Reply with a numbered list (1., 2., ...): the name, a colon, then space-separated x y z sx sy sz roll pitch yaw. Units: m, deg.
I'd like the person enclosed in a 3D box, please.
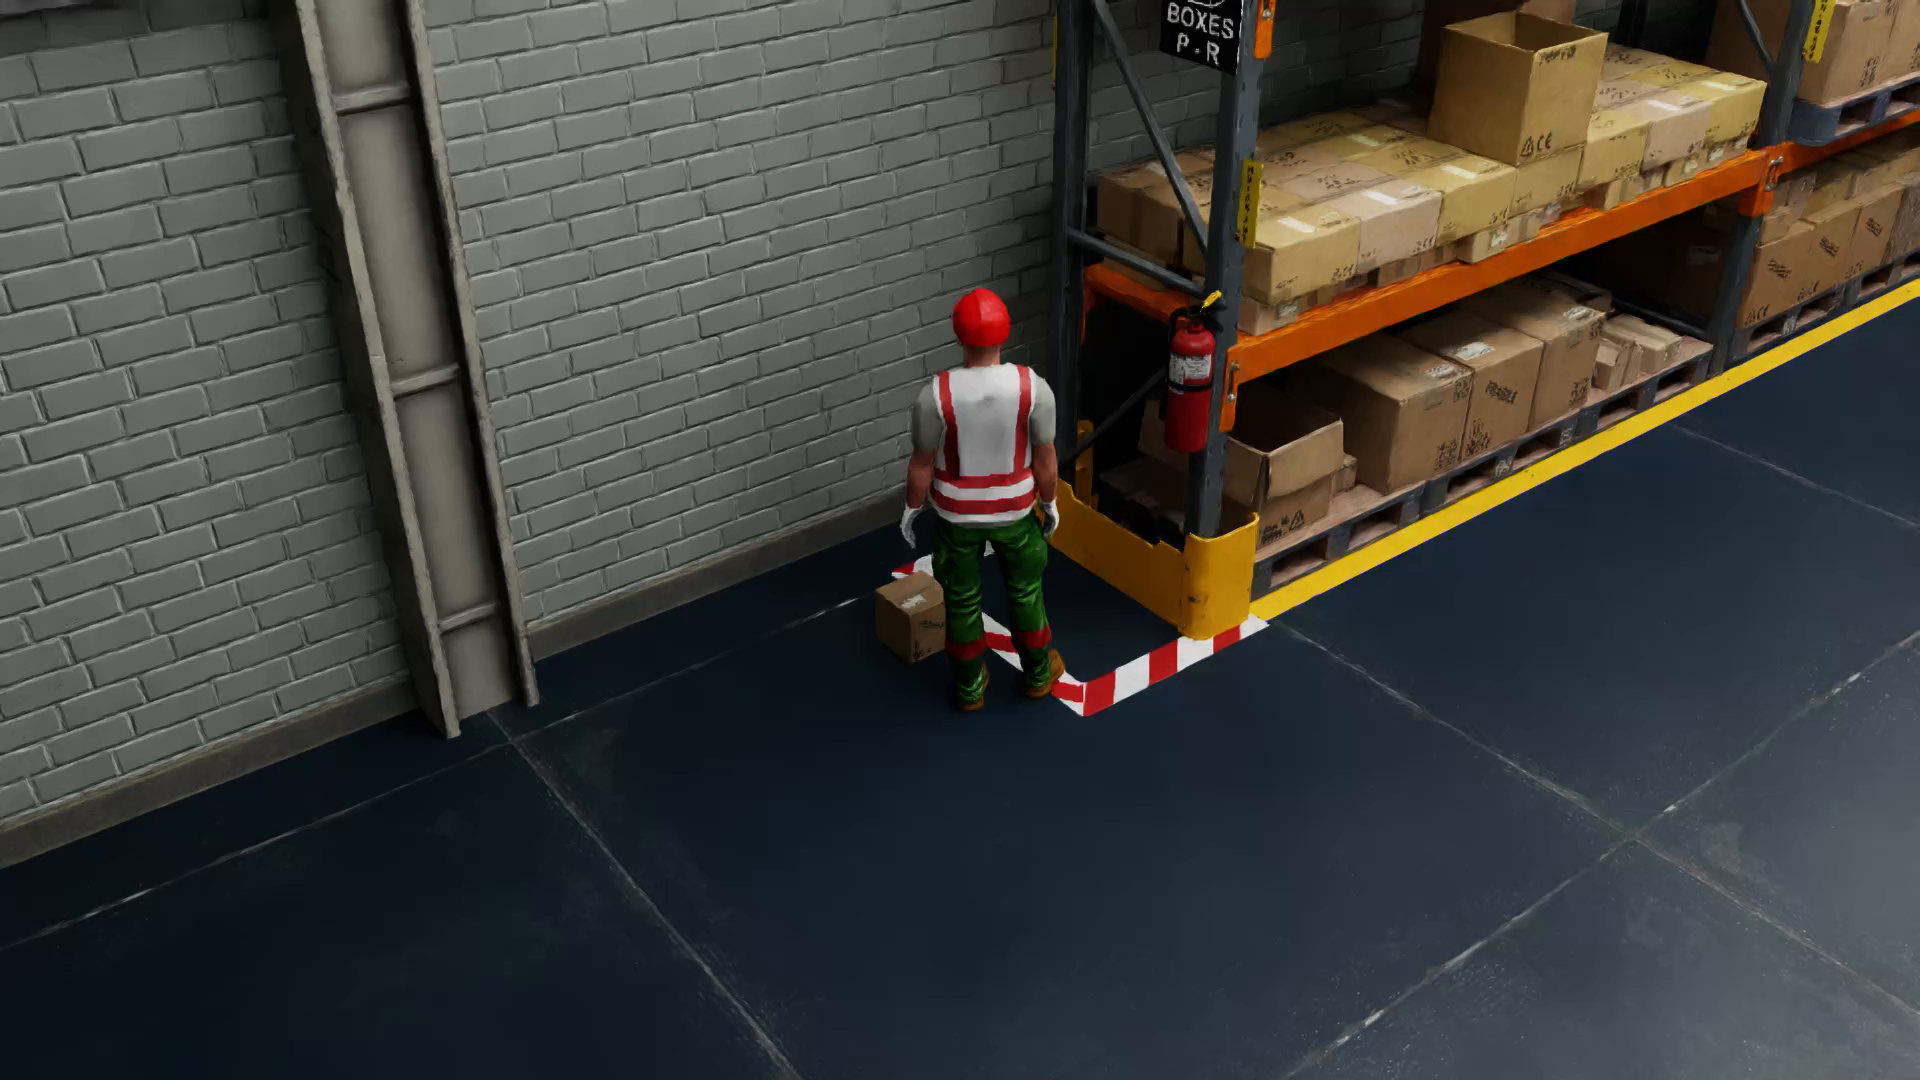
1. person: 0.115 -0.137 6.316 0.672 1.795 0.395 -4 32 -6
